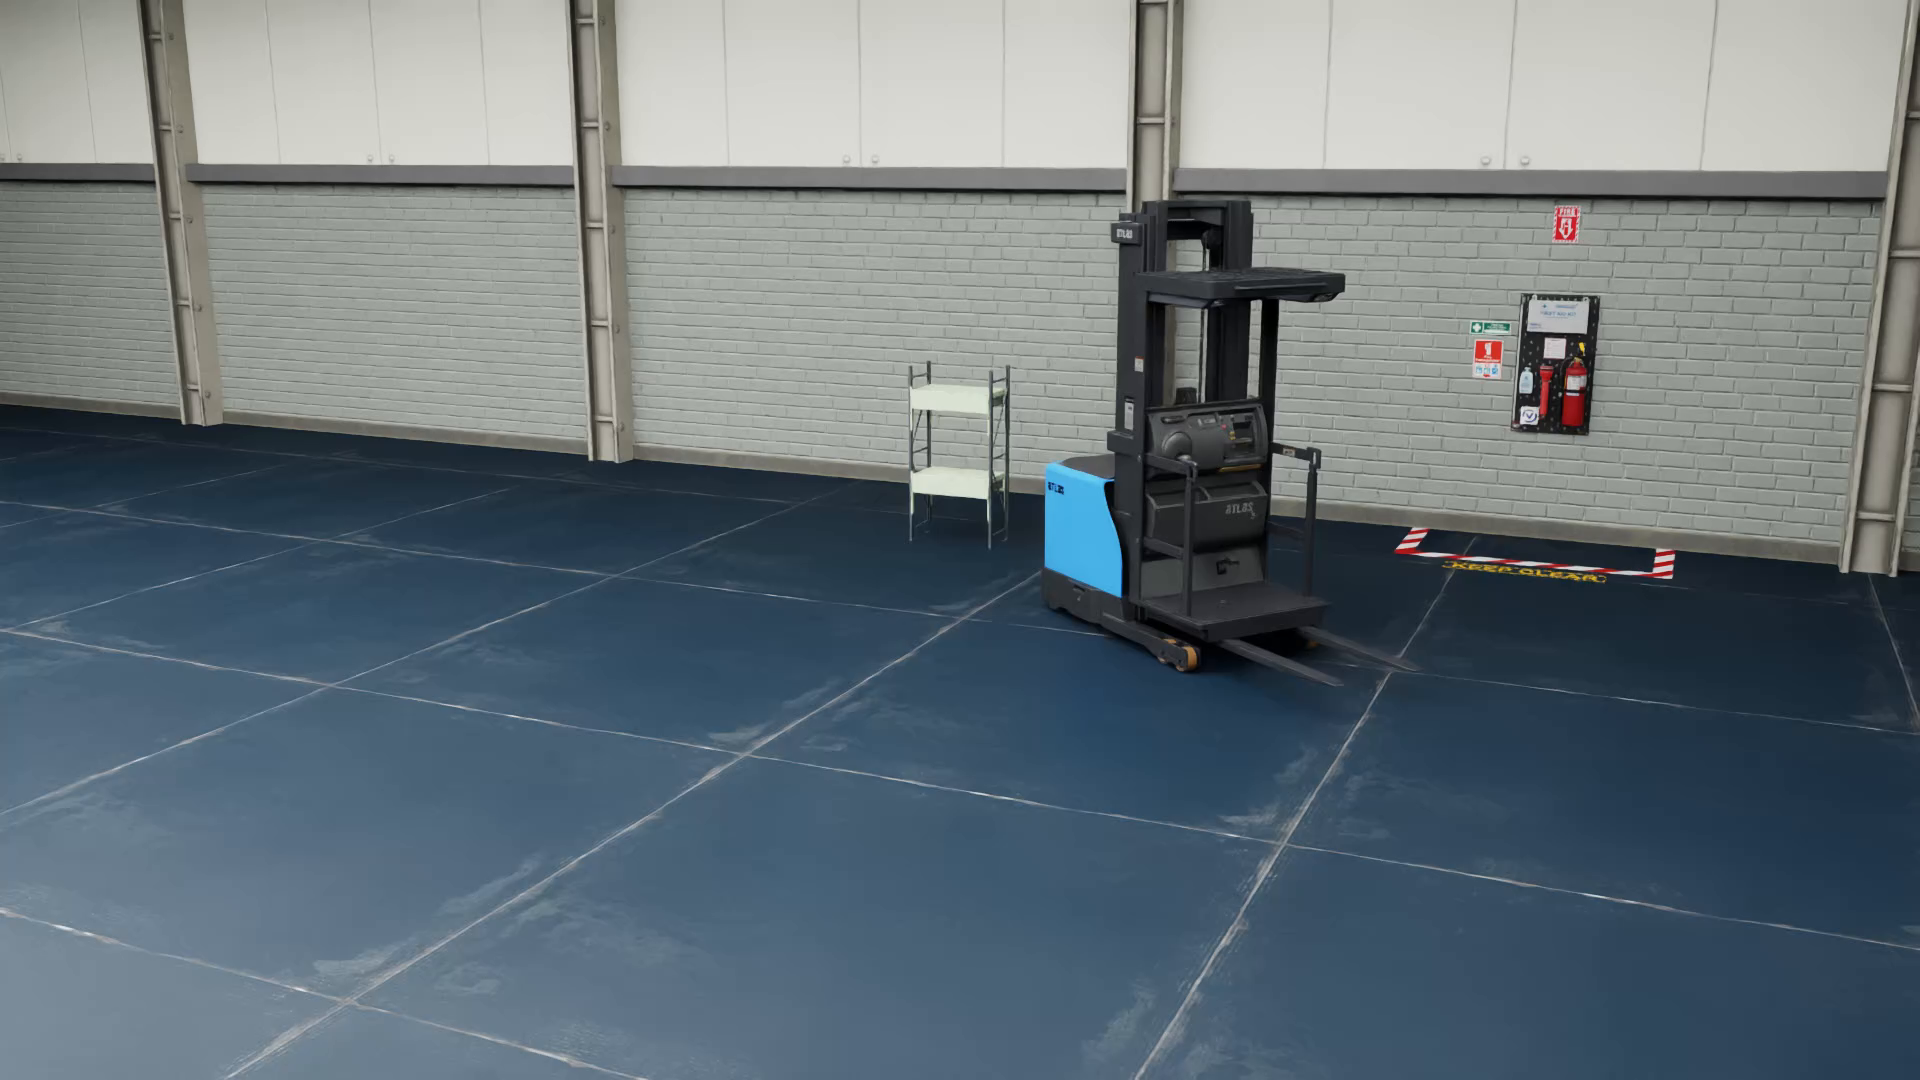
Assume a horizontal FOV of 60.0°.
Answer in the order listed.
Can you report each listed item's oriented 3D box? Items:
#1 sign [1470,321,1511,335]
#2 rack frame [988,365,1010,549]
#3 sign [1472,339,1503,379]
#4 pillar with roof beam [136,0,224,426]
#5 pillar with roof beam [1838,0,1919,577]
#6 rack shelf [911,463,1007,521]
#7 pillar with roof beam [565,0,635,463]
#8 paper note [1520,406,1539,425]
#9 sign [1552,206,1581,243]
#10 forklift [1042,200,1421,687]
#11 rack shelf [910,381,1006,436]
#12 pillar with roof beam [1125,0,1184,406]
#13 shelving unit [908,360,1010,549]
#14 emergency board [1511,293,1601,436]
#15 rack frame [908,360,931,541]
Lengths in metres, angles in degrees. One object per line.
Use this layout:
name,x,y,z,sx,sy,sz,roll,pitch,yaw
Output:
sign,4.506,-1.801,14.126,0.331,0.109,0.001,6,14,23
rack frame,0.329,-0.697,13.942,0.023,1.500,0.400,6,14,23
sign,4.506,-1.545,14.196,0.234,0.329,0.001,6,14,23
pillar with roof beam,-10.988,-4.906,15.462,0.400,9.000,9.100,6,14,23
pillar with roof beam,5.470,-3.240,8.364,0.400,9.000,9.100,6,14,23
rack shelf,-0.006,-0.413,14.161,0.720,0.370,0.431,6,14,23
pillar with roof beam,-5.502,-4.350,13.096,0.400,9.000,9.100,6,14,23
paper note,4.835,-1.057,14.122,0.142,0.148,0.016,6,14,23
sign,5.002,-2.605,13.717,0.199,0.298,0.001,6,14,23
forklift,1.749,-0.700,10.823,1.130,2.935,3.031,-7,15,-28
rack shelf,-0.006,-1.111,13.997,0.720,0.370,0.431,6,14,23
pillar with roof beam,-0.016,-3.795,10.730,0.400,9.000,9.100,6,14,23
shelving unit,-0.006,-0.731,14.086,0.755,1.500,0.431,6,14,23
emergency board,4.969,-1.455,13.890,0.643,1.169,0.194,6,14,23
rack frame,-0.341,-0.765,14.230,0.023,1.500,0.400,6,14,23
